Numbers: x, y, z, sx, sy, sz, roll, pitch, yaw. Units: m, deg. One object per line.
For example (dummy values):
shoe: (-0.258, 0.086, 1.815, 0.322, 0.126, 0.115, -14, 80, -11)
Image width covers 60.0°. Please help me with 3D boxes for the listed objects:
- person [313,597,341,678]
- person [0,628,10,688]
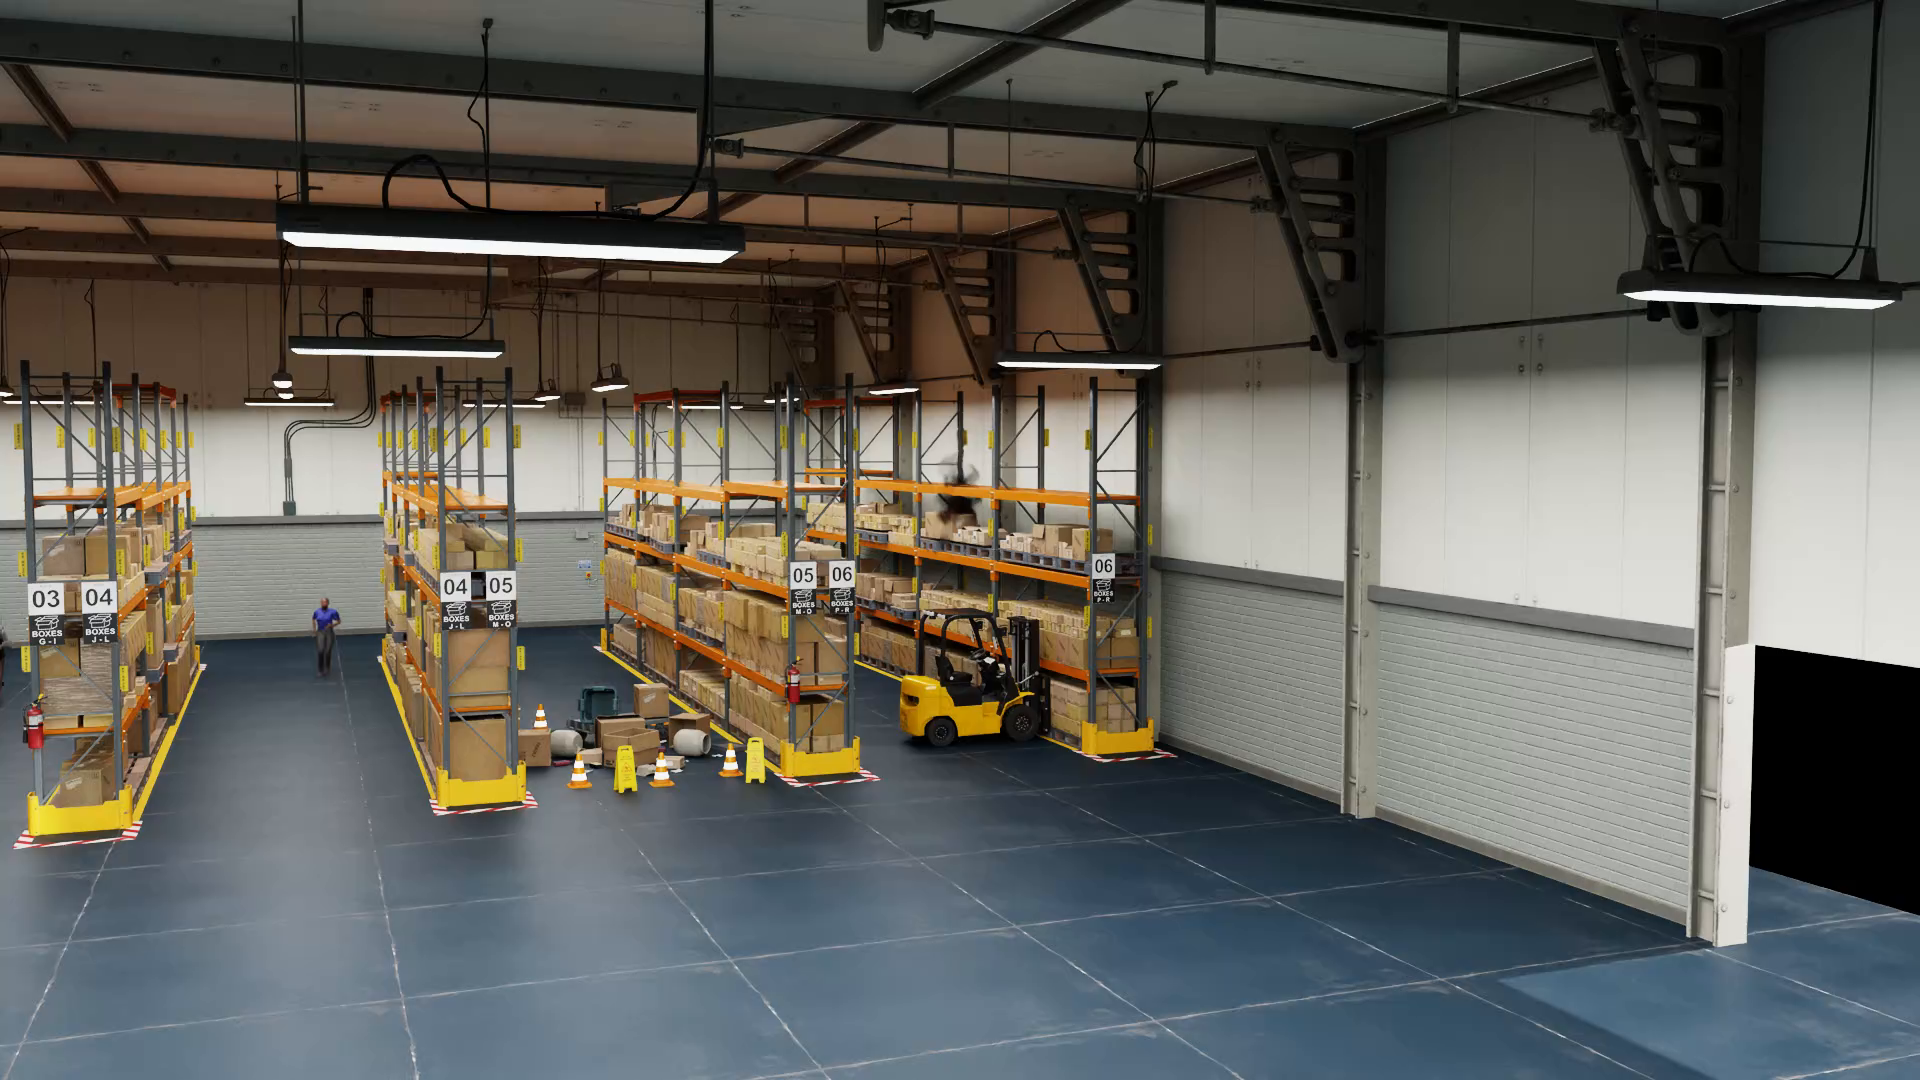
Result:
person: (-13.446, 2.063, 35.339, 0.593, 1.722, 0.744, -1, 4, -15)
person: (-18.126, 2.316, 31.117, 0.629, 1.685, 0.729, -3, 4, -37)
